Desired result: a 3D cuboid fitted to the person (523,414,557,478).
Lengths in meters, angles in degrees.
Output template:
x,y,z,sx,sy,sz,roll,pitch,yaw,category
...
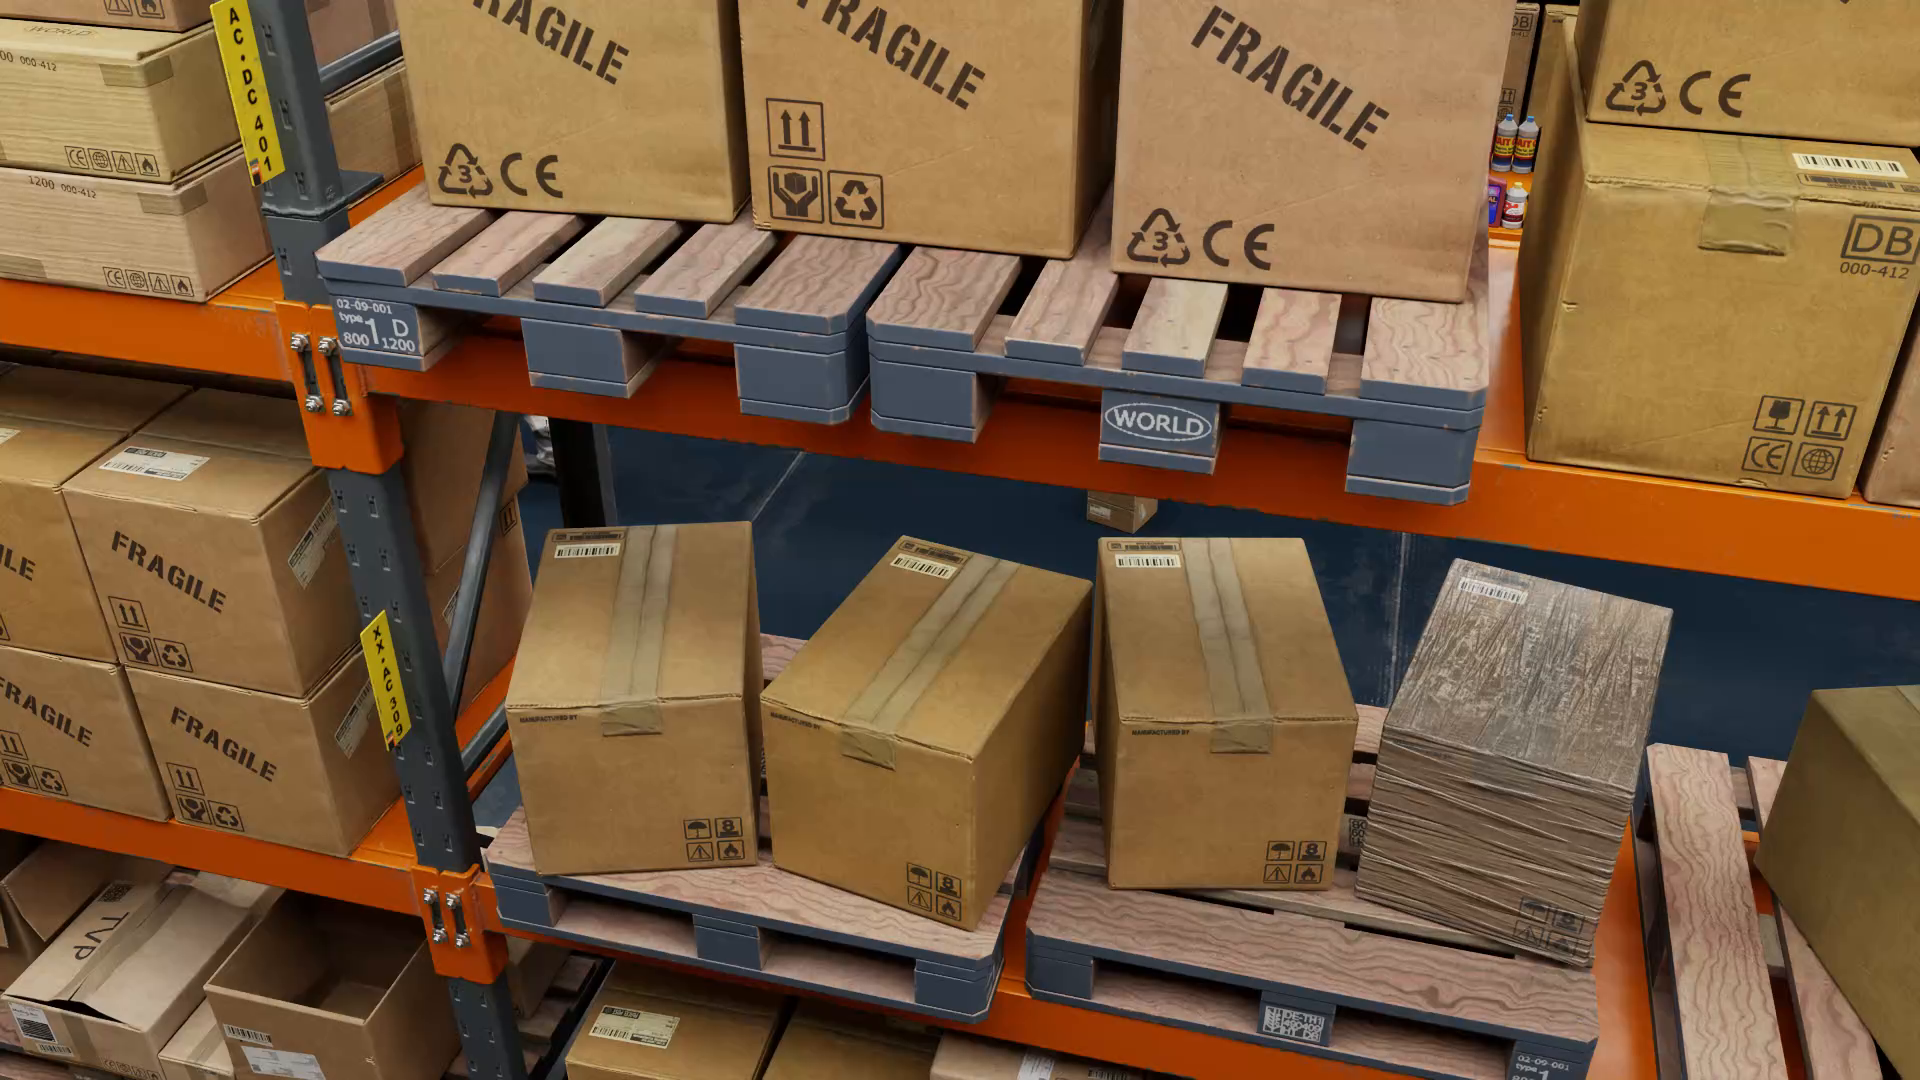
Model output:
x,y,z,sx,sy,sz,roll,pitch,yaw,category
-2.389,-1.104,7.814,0.974,1.736,0.536,10,34,15,person
